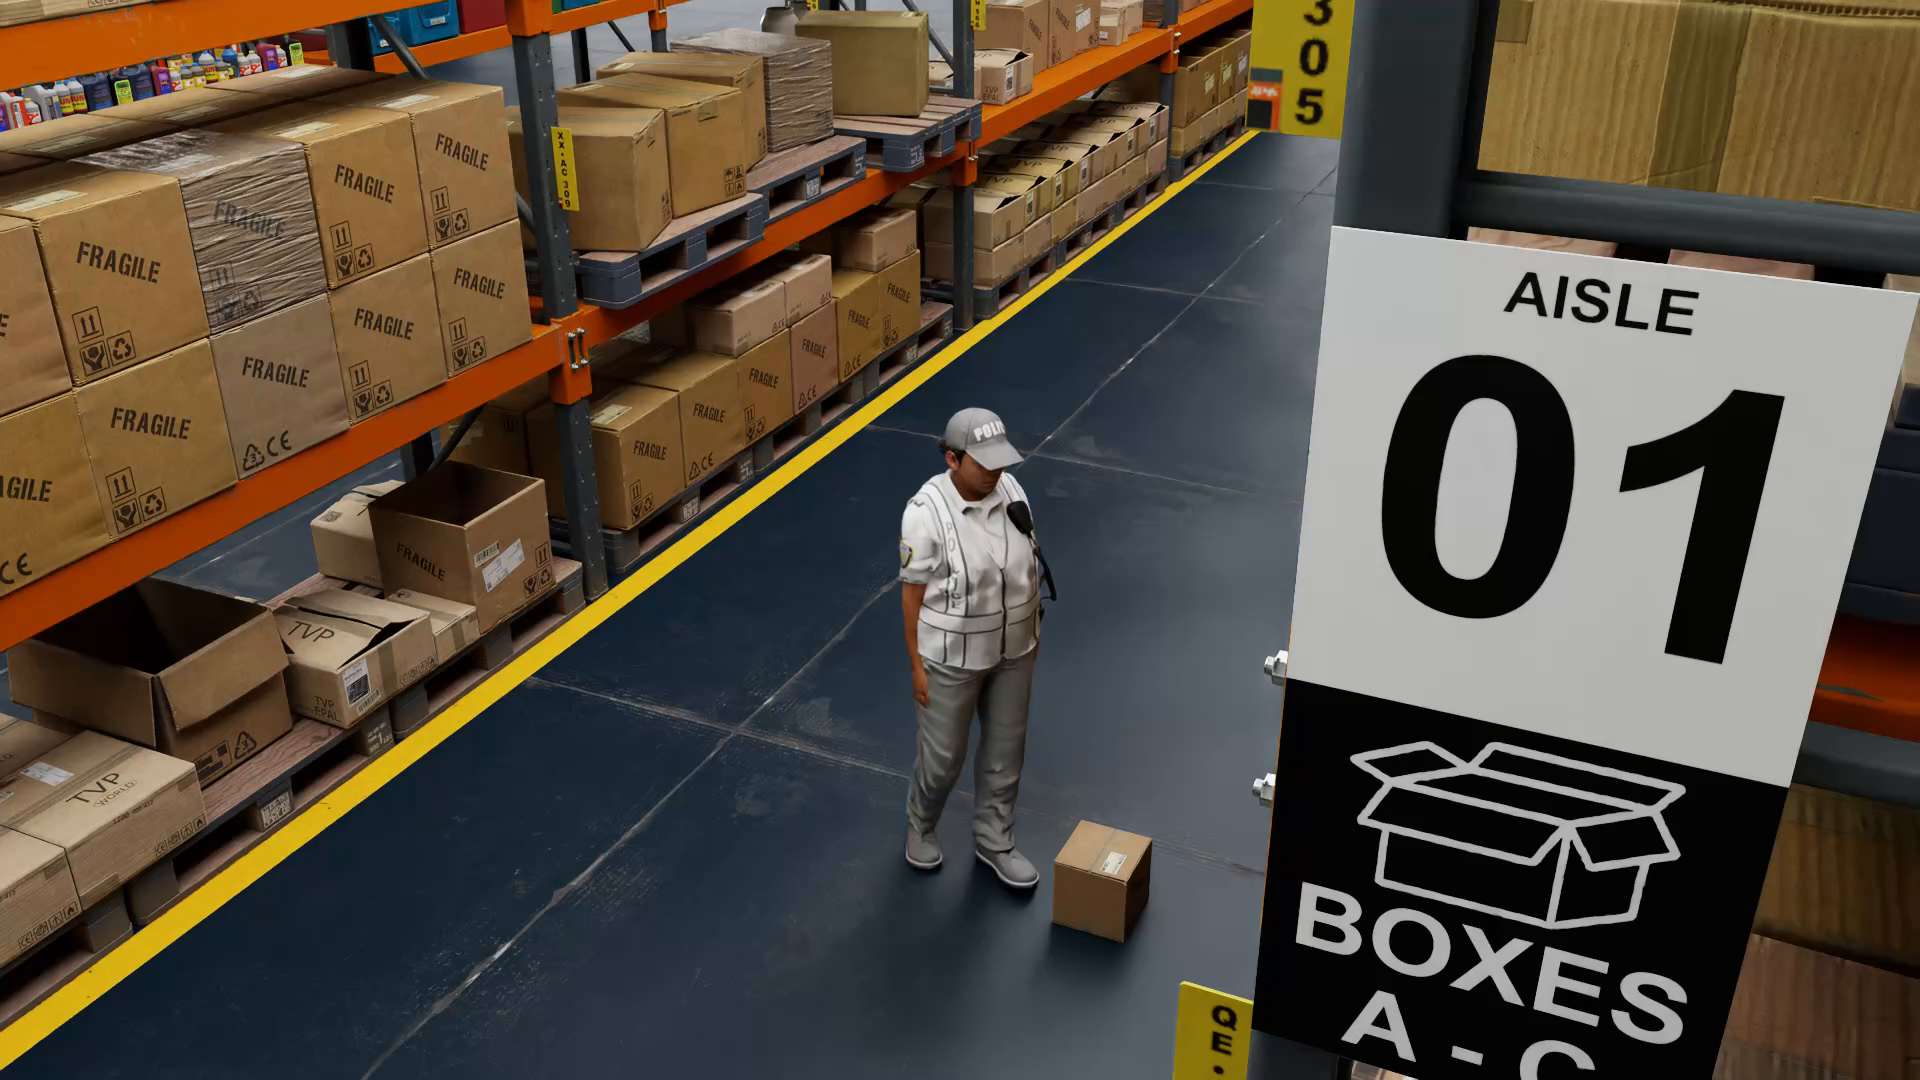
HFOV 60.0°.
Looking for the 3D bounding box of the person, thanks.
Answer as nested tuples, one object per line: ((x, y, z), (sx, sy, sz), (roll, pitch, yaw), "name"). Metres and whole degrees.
((0.057, 0.351, 5.376), (0.499, 1.657, 0.537), (-15, 30, -28), "person")
